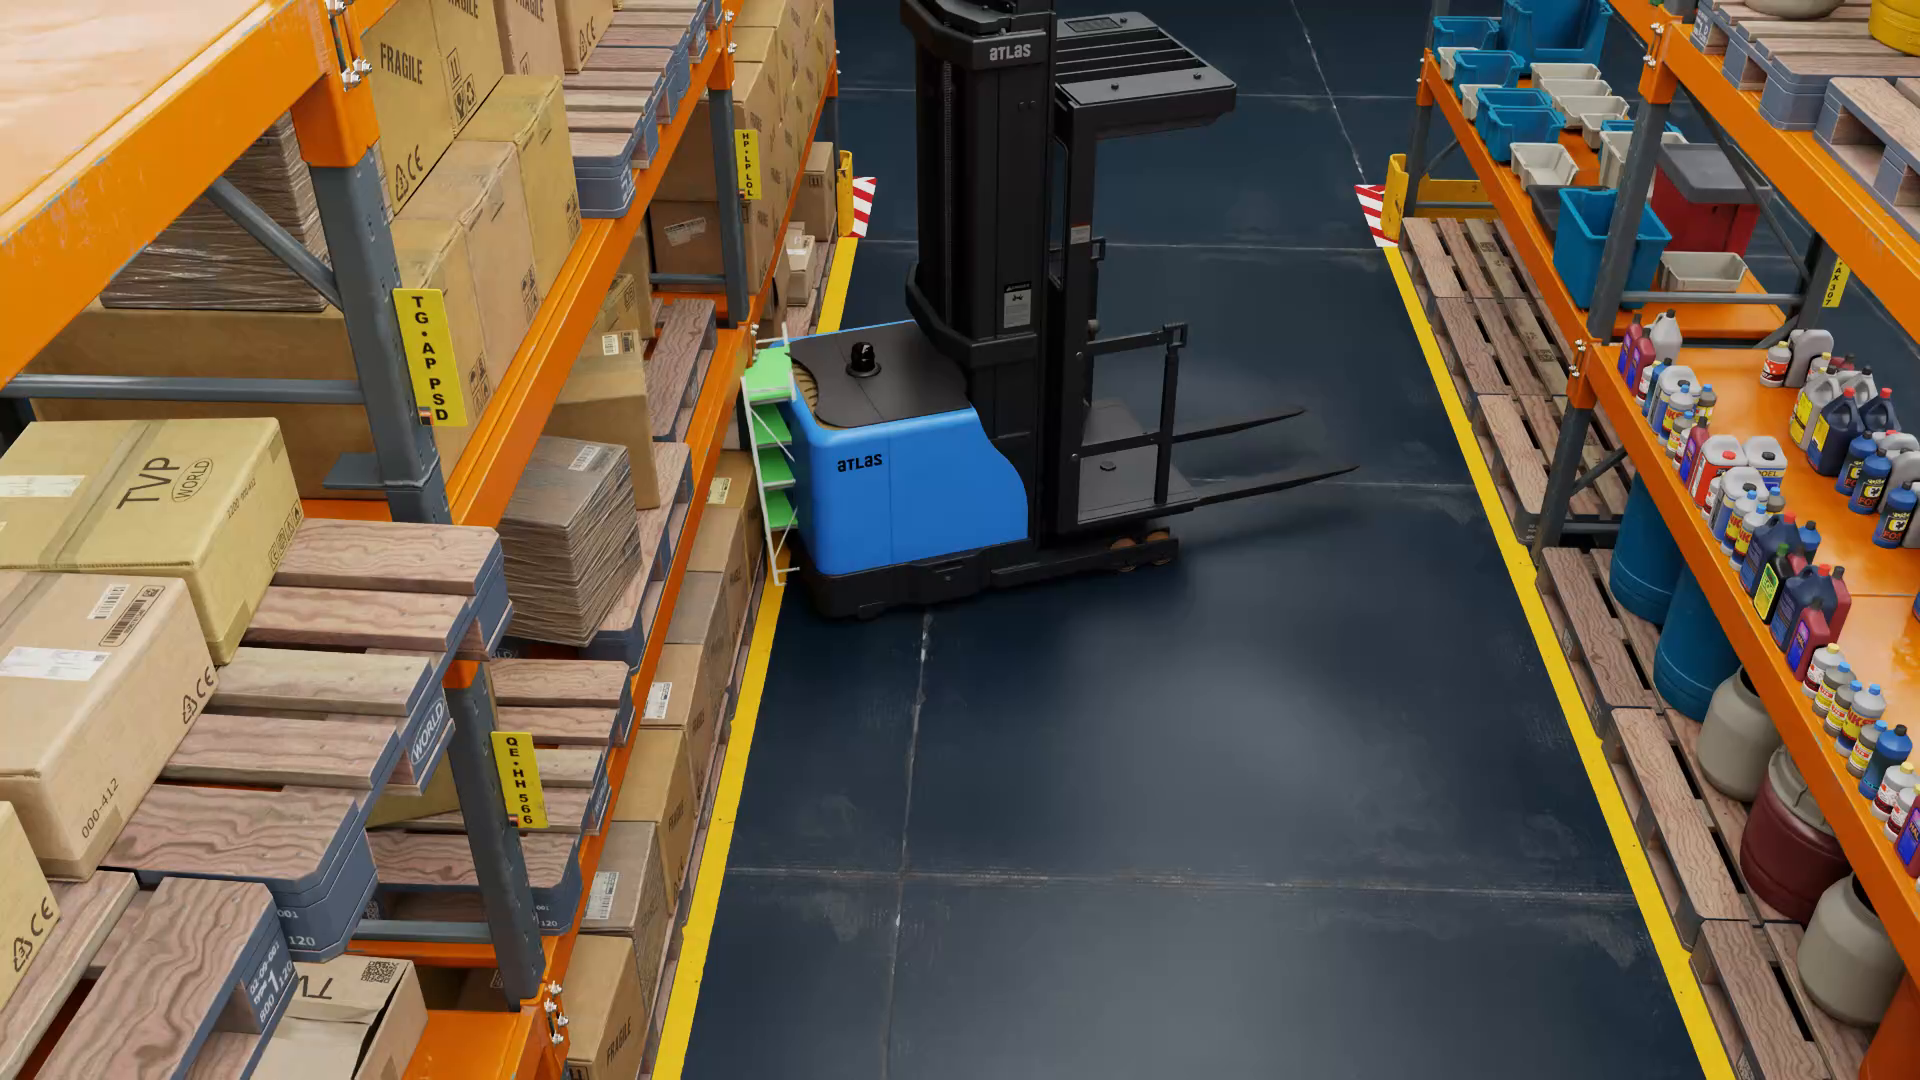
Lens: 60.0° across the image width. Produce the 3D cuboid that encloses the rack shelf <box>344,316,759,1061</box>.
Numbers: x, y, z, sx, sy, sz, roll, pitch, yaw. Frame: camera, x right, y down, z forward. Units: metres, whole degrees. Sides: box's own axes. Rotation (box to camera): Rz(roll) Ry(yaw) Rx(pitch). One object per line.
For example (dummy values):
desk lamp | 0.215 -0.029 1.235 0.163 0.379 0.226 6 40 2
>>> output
rack shelf | -1.588 0.219 6.402 1.077 0.370 4.000 1 35 2

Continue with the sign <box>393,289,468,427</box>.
sign | -1.114 -0.380 3.501 0.100 0.325 0.005 1 35 2

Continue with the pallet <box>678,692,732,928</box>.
pallet | -1.548 1.087 6.965 1.003 0.211 1.213 1 35 2

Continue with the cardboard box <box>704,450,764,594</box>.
cardboard box | -1.241 -0.092 8.009 0.500 0.500 0.500 1 35 2

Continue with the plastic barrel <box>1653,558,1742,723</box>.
plastic barrel | 3.375 0.297 7.124 0.600 0.901 0.708 1 35 2

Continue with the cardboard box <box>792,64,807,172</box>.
cardboard box | -1.156 -2.426 9.452 0.500 0.500 0.500 1 35 1

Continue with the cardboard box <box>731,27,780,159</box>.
cardboard box | -1.187 -2.235 8.311 0.500 0.500 0.500 0 35 0

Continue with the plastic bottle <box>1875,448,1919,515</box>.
plastic bottle | 3.709 -0.247 6.546 0.152 0.276 0.135 1 35 2

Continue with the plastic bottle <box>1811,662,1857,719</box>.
plastic bottle | 2.927 0.495 5.556 0.097 0.201 0.097 0 35 0

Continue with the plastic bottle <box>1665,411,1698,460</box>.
plastic bottle | 2.992 -0.438 6.883 0.097 0.201 0.097 0 35 0

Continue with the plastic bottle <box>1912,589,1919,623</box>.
plastic bottle | 3.530 0.154 5.910 0.144 0.351 0.185 1 35 2

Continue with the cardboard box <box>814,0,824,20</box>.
cardboard box | -1.109 -3.421 9.998 0.500 0.500 0.500 2 35 3

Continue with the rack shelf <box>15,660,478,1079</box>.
rack shelf | -1.748 1.289 2.269 1.077 0.370 4.000 1 35 2

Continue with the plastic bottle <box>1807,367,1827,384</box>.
plastic bottle | 3.706 -0.651 7.186 0.097 0.201 0.097 0 35 0

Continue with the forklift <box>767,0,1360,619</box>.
forklift | 0.595 -1.315 8.018 3.031 2.935 1.130 -11 37 -15

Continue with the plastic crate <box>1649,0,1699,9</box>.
plastic crate | 3.157 -2.499 7.219 0.450 0.188 0.662 1 35 2

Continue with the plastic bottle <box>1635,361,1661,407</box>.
plastic bottle | 3.009 -0.683 7.231 0.097 0.201 0.097 0 35 0

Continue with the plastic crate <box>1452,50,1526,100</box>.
plastic crate | 3.237 -2.850 10.236 0.416 0.233 0.300 1 35 2

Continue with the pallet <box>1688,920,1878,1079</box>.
pallet | 3.271 1.877 5.842 1.003 0.211 1.213 1 35 2

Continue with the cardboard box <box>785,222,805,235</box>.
cardboard box | -1.228 -1.995 11.007 0.380 0.166 0.250 1 35 2

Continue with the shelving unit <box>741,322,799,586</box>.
shelving unit | -0.889 -0.414 8.224 0.258 1.200 0.503 -8 35 -5

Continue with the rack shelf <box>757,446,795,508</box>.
rack shelf | -0.885 -0.362 8.261 0.258 0.148 0.480 -8 35 -5

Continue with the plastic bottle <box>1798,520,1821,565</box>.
plastic bottle | 3.100 0.048 6.131 0.097 0.271 0.097 0 35 0

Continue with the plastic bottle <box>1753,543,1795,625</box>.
plastic bottle | 2.930 0.156 5.967 0.061 0.283 0.133 1 35 2

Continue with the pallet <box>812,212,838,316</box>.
pallet | -1.381 -1.880 11.188 1.003 0.211 1.213 1 35 2

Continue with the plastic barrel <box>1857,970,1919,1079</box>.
plastic barrel | 3.284 1.624 5.298 0.600 0.830 0.708 1 35 2

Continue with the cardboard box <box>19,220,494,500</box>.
cardboard box | -1.684 -0.446 4.026 0.910 0.500 0.500 1 35 2

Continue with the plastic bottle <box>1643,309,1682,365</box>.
plastic bottle | 3.102 -0.870 7.368 0.144 0.351 0.185 1 35 2

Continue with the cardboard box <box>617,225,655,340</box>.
cardboard box | -1.750 -1.171 7.300 0.700 0.500 0.500 -10 36 -14

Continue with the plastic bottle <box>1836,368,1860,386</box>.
plastic bottle | 3.735 -0.614 7.068 0.152 0.276 0.135 1 35 2

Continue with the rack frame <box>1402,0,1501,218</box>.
rack frame | 3.603 -3.406 10.934 1.000 3.000 0.127 1 35 2

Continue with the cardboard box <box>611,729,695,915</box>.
cardboard box | -1.323 1.072 6.353 0.500 0.500 0.500 1 35 1

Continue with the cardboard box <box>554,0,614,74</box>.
cardboard box | -1.605 -2.033 5.833 0.600 0.600 0.600 1 35 1

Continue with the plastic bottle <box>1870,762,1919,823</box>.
plastic bottle | 2.907 0.774 5.158 0.097 0.201 0.097 0 35 0

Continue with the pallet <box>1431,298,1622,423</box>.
pallet | 3.479 -1.094 10.068 1.003 0.211 1.213 1 35 2

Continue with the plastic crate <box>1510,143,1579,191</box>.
plastic crate | 3.212 -2.032 9.156 0.293 0.136 0.466 1 35 2

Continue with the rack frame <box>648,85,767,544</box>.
rack frame | -1.507 -1.225 7.830 1.000 3.000 0.127 1 35 2

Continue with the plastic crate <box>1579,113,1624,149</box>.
plastic crate | 3.745 -2.353 9.612 0.298 0.136 0.250 1 35 2

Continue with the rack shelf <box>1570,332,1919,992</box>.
rack shelf | 3.362 0.335 6.236 1.077 0.370 4.000 1 35 2

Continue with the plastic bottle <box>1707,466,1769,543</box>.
plastic bottle | 2.996 -0.135 6.387 0.152 0.276 0.135 1 35 2

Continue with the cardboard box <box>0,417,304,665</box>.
cardboard box | -1.630 -0.002 3.247 0.500 0.250 0.500 -1 35 -2

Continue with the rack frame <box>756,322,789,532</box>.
rack frame | -0.926 -0.551 8.423 0.240 1.200 0.015 -8 35 -5

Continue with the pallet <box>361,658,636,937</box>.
pallet | -1.711 0.761 5.171 1.213 0.211 1.003 1 35 2

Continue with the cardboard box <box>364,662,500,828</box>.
cardboard box | -1.755 0.496 4.929 0.700 0.500 0.500 -10 36 -14

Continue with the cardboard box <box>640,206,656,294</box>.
cardboard box | -1.744 -1.559 8.218 0.500 0.500 0.500 2 35 3

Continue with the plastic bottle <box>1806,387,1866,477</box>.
plastic bottle | 3.581 -0.450 6.770 0.144 0.351 0.185 1 35 2
